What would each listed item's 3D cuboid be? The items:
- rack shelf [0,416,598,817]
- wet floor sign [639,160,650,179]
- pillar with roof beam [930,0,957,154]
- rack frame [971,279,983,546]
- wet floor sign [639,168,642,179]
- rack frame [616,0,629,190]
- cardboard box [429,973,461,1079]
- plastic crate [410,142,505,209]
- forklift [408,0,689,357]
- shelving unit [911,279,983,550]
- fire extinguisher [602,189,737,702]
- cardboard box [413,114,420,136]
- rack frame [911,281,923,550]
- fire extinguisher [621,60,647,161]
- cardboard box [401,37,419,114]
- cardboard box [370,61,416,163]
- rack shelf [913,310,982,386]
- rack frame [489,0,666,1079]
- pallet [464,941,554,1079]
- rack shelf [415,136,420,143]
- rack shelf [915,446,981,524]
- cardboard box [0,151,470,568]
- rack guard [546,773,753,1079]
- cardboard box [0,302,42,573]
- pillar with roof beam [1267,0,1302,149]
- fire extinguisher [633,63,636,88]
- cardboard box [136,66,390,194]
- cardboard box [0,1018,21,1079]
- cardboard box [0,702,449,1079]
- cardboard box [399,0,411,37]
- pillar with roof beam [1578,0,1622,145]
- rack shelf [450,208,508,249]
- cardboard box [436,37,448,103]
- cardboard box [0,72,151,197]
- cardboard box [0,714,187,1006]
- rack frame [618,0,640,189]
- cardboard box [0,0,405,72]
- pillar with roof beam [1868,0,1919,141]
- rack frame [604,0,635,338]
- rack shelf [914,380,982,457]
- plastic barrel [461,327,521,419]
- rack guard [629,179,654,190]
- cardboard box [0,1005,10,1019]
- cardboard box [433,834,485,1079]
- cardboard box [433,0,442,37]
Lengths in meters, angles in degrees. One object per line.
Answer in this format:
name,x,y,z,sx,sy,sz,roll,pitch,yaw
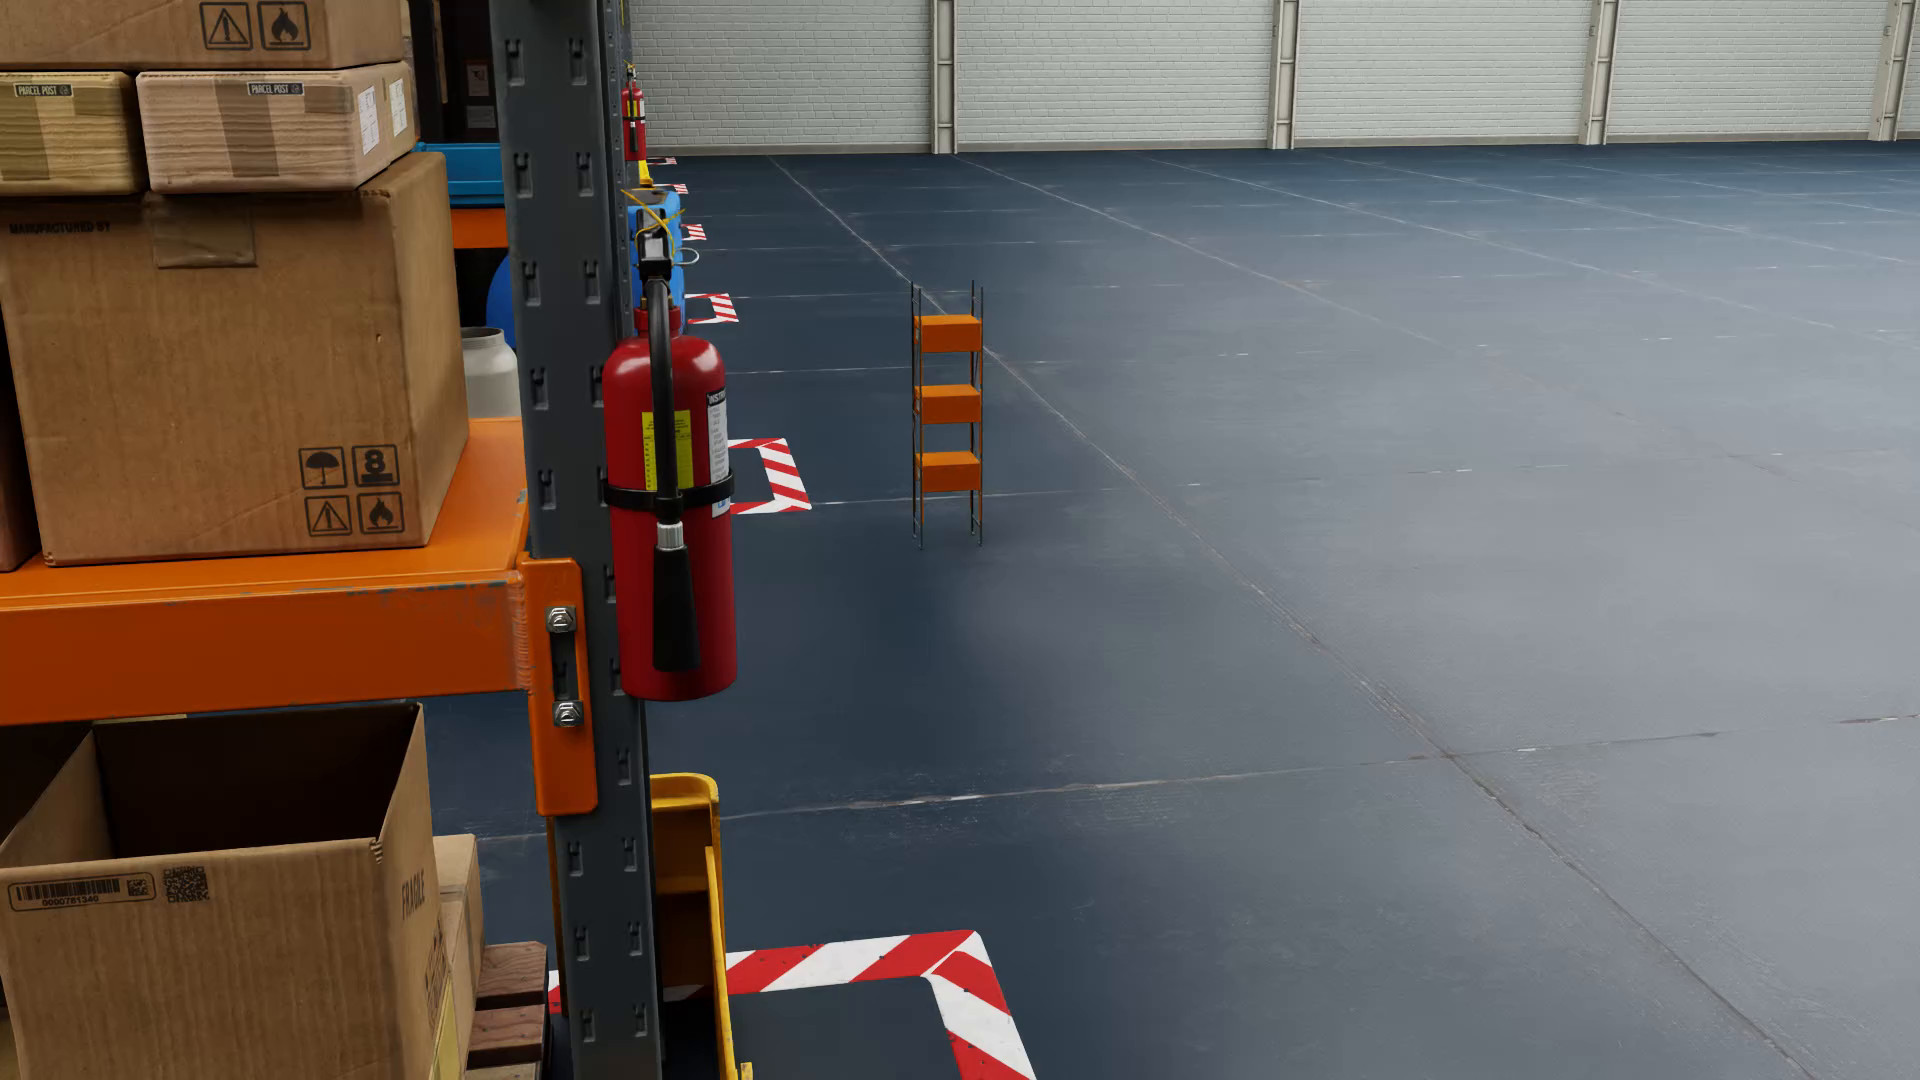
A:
rack shelf,-2.566,0.167,2.385,4.000,0.370,1.077,-3,17,-10
wet floor sign,-3.968,-4.578,20.617,0.232,0.644,0.267,3,17,9
pillar with roof beam,0.550,-9.614,22.786,0.400,9.000,9.100,-3,17,-10
rack frame,0.067,-0.506,6.670,0.008,1.050,0.200,-3,17,-10
wet floor sign,-3.666,-4.027,18.823,0.232,0.644,0.267,-6,18,-20
rack frame,-2.477,-3.144,11.940,0.127,3.000,1.000,-3,17,-10
cardboard box,-1.072,0.940,2.609,0.500,0.250,0.500,-3,17,-10
plastic crate,-1.973,-1.531,6.942,0.616,0.251,0.499,-3,17,-10
forklift,-3.123,-2.294,9.288,3.031,2.935,1.130,-2,17,-7
shelving unit,-0.053,-0.499,6.648,0.252,1.050,0.215,-3,17,-10
fire extinguisher,-0.398,-0.124,2.239,0.183,0.674,0.296,-3,17,-10
cardboard box,-3.701,-2.895,11.556,0.250,0.149,0.380,-3,17,-10
rack frame,-0.172,-0.492,6.626,0.008,1.050,0.200,-3,17,-10
fire extinguisher,-2.278,-2.981,11.540,0.183,0.674,0.296,-3,17,-10
cardboard box,-3.990,-3.234,11.554,0.500,0.500,0.875,-3,17,-10
cardboard box,-1.028,-0.686,2.663,0.250,0.149,0.380,-3,17,-11
rack shelf,-0.053,-0.760,6.568,0.240,0.259,0.215,-3,17,-10
rack frame,-0.602,-0.288,2.642,0.127,3.000,1.000,-3,17,-10
pallet,-1.345,1.099,2.873,1.213,0.211,1.003,-3,17,-10
rack shelf,-4.441,-2.689,11.683,4.000,0.370,1.077,-3,17,-10
rack shelf,-0.053,-0.223,6.733,0.240,0.259,0.215,-3,17,-10
cardboard box,-1.063,-0.314,2.554,0.500,0.500,0.700,-3,17,-10
rack guard,-0.578,0.905,3.013,0.348,0.500,1.175,-3,17,-10
cardboard box,-1.577,-0.283,2.455,0.500,0.500,0.700,-3,17,-9
pillar with roof beam,6.441,-9.948,23.874,0.400,9.000,9.100,-3,17,-10
fire extinguisher,-4.158,-5.838,20.841,0.183,0.674,0.296,-3,17,-10
cardboard box,-0.941,-0.570,2.284,0.250,0.149,0.380,-4,17,-11
cardboard box,-1.561,0.972,2.507,0.500,0.250,0.500,-3,17,-10
cardboard box,-1.072,0.582,2.497,0.500,0.500,0.500,-3,17,-10
cardboard box,-3.952,-3.654,11.219,0.500,0.500,0.500,-3,17,-10
pillar with roof beam,12.332,-10.282,24.962,0.400,9.000,9.100,-3,17,-10
rack shelf,-3.502,-1.261,7.034,4.000,0.370,1.077,-3,17,-10
cardboard box,-3.491,-3.249,11.605,0.500,0.500,0.875,-3,17,-10
cardboard box,-1.198,-0.555,2.235,0.250,0.149,0.380,-3,17,-9
cardboard box,-1.661,0.461,2.893,0.500,0.500,0.500,-3,17,-10
rack frame,-3.319,-4.580,16.614,0.127,3.000,1.000,-3,17,-10
cardboard box,-1.115,-0.931,2.354,0.500,0.500,0.700,-3,17,-10
pillar with roof beam,18.224,-10.616,26.050,0.400,9.000,9.100,-3,17,-10
rack frame,-1.538,-1.716,7.291,0.127,3.000,1.000,-3,17,-10
rack shelf,-0.053,-0.489,6.651,0.240,0.259,0.215,-3,17,-10
plastic barrel,-2.170,-0.669,7.404,0.421,0.512,0.421,0,17,0
rack guard,-3.296,-3.386,16.985,0.348,0.500,1.175,-3,17,-10
cardboard box,-1.661,0.820,3.001,0.500,0.250,0.500,-3,17,-10
cardboard box,-1.171,0.791,3.095,0.500,0.250,0.500,-3,17,-10
cardboard box,-3.460,-3.681,11.307,0.500,0.500,0.500,-3,17,-10
